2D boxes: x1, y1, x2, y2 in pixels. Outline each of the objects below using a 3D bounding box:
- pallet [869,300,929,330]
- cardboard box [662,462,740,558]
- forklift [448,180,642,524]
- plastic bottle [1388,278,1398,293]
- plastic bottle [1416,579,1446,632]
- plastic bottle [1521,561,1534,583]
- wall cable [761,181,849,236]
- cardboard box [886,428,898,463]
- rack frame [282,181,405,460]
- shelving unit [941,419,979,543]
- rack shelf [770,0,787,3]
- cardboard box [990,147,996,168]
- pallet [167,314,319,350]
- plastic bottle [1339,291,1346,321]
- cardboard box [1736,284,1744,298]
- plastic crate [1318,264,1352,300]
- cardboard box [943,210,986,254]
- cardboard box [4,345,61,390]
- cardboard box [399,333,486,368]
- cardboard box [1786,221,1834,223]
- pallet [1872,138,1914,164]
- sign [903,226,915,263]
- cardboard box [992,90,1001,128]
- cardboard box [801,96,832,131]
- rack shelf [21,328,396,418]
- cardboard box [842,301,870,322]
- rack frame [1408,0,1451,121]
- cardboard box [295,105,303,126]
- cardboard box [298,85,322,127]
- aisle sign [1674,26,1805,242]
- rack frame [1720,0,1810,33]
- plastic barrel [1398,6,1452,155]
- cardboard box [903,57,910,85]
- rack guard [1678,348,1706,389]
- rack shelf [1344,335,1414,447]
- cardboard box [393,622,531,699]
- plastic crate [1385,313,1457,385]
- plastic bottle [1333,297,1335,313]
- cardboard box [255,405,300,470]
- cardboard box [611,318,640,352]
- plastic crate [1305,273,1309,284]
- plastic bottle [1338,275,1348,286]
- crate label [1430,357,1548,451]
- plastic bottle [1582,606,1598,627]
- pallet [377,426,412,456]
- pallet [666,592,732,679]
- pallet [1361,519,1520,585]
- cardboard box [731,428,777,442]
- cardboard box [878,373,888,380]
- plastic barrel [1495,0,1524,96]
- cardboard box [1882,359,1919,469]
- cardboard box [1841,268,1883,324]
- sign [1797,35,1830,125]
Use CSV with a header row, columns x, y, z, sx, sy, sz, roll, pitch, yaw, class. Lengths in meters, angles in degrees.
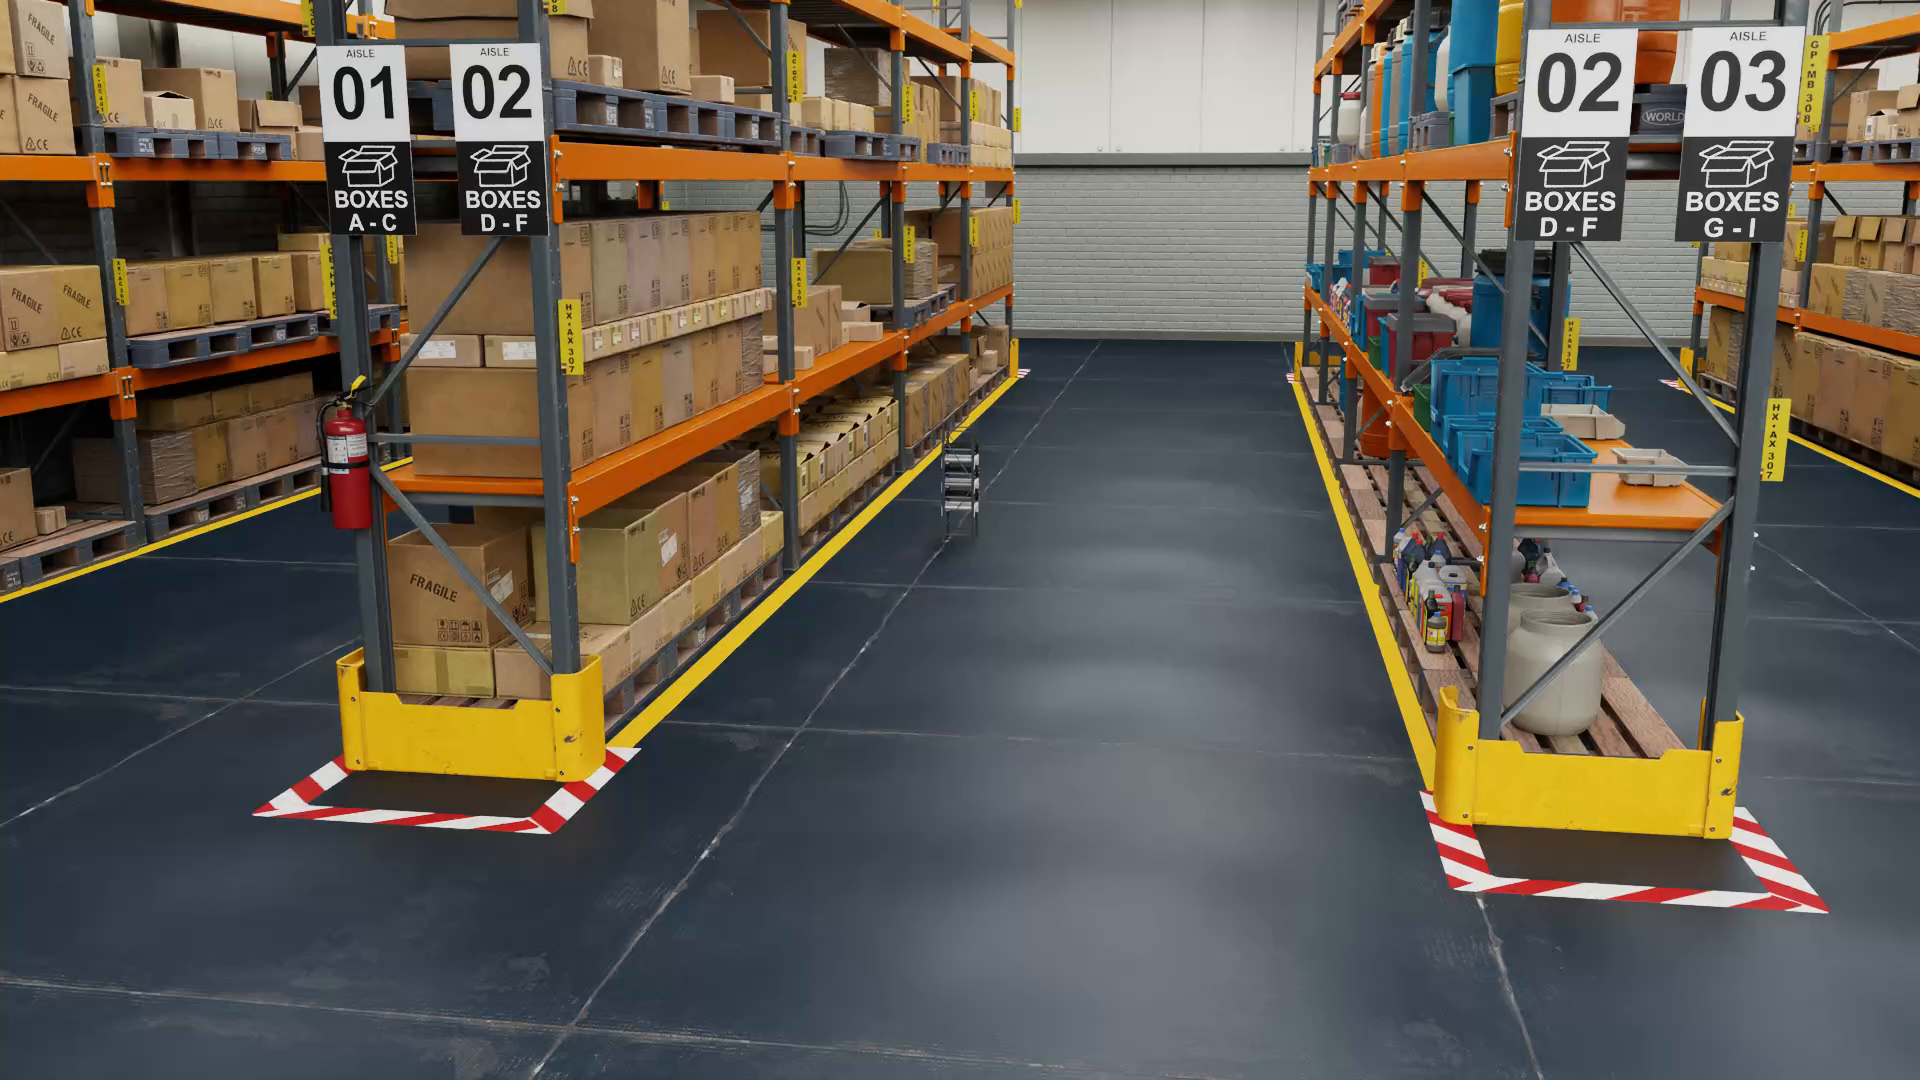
x,y,z,sx,sy,sz,roll,pitch,yaw,class
-0.971,-2.153,15.820,1.213,0.211,1.003,2,12,9,pallet
-1.638,-0.187,9.992,0.500,0.500,0.500,2,12,9,cardboard box
-3.063,-1.678,13.322,1.130,2.935,3.031,2,12,7,forklift
4.542,-2.554,17.340,0.144,0.351,0.185,2,12,9,plastic bottle
2.594,0.362,9.113,0.152,0.276,0.135,2,12,7,plastic bottle
3.274,0.256,9.590,0.061,0.283,0.133,2,12,9,plastic bottle
-3.448,-6.509,28.708,3.097,2.526,0.112,2,12,9,wall cable
-0.846,-0.847,14.835,0.500,0.250,0.500,2,12,10,cardboard box
-5.902,-2.263,15.876,1.000,3.000,0.127,2,12,9,rack frame
0.001,-0.442,12.406,0.258,0.900,0.210,2,12,9,shelving unit
-1.929,-3.240,8.825,1.077,0.370,4.000,2,12,9,rack shelf
0.161,-4.735,20.579,0.500,0.250,0.500,2,12,9,cardboard box
-6.166,-1.756,13.978,1.003,0.211,1.213,2,12,9,pallet
3.753,-2.288,16.265,0.061,0.283,0.133,2,12,9,plastic bottle
9.396,-2.941,19.616,0.380,0.149,0.250,2,12,7,cardboard box
4.238,-2.905,18.747,0.392,0.384,0.575,2,12,9,plastic crate
0.038,-3.670,19.794,0.500,0.500,0.500,1,12,7,cardboard box
-6.375,-1.155,11.043,0.500,0.250,0.500,2,12,9,cardboard box
-2.366,-0.890,7.726,0.380,0.149,0.250,2,12,8,cardboard box
9.284,-3.262,18.378,0.500,0.500,0.500,2,12,9,cardboard box
8.997,-3.525,15.056,1.003,0.211,1.213,2,12,11,pallet
-0.457,-2.652,14.932,0.100,0.325,0.005,2,12,9,sign
0.161,-5.665,21.931,0.700,0.500,0.500,2,12,9,cardboard box
-1.267,-3.265,12.764,0.500,0.250,0.500,1,12,4,cardboard box
-6.209,-1.495,14.020,1.077,0.370,4.000,2,12,9,rack shelf
-1.105,-1.986,14.799,0.500,0.311,0.500,3,12,12,cardboard box
3.272,-4.042,9.890,1.000,3.000,0.127,2,12,9,rack frame
-6.240,-3.646,14.886,0.500,0.500,0.500,2,12,9,cardboard box
-5.885,-4.095,15.971,0.700,0.500,0.500,1,12,4,cardboard box
2.936,-1.523,6.271,0.394,0.787,0.004,2,12,9,aisle sign
10.012,-6.380,20.737,1.000,3.000,0.127,2,12,9,rack frame
3.136,-2.934,10.678,0.600,0.901,0.708,2,12,9,plastic barrel
-0.776,-4.411,16.108,0.500,0.500,0.500,2,12,9,cardboard box
10.016,-2.230,21.655,1.175,0.500,0.348,2,12,9,rack guard
3.580,-1.174,12.530,1.077,0.370,4.000,2,12,9,rack shelf
-2.446,0.579,8.215,0.500,0.250,0.500,2,12,9,cardboard box
3.045,-1.252,11.029,0.402,0.464,0.583,2,12,9,plastic crate
3.924,-2.454,17.232,0.097,0.201,0.097,0,12,0,plastic bottle
-6.203,-0.897,14.425,0.700,0.500,0.500,2,12,8,cardboard box
-1.845,-1.038,8.414,0.380,0.149,0.250,2,12,8,cardboard box
4.624,-3.403,21.649,0.250,0.136,0.298,2,12,9,plastic crate
4.122,-2.680,17.925,0.144,0.351,0.185,2,12,9,plastic bottle
2.673,-0.686,8.474,0.502,0.435,0.616,2,12,9,crate label
3.244,0.474,8.604,0.097,0.271,0.097,0,12,0,plastic bottle
-5.706,-1.062,16.920,1.003,0.211,1.213,2,12,9,pallet
-1.970,0.511,9.621,1.003,0.211,1.213,2,12,9,pallet
3.355,0.089,11.581,1.003,0.211,1.213,2,12,9,pallet
-1.690,-0.712,12.877,0.500,0.311,0.500,2,12,8,cardboard box
-1.014,-1.407,16.790,0.500,0.500,0.500,1,12,7,cardboard box
2.707,-2.282,7.399,0.600,0.588,0.600,0,12,0,plastic barrel
8.908,-1.091,14.485,1.225,0.875,0.875,1,12,6,cardboard box
8.925,-2.367,16.119,0.500,0.500,0.500,2,12,7,cardboard box
3.200,-1.729,6.255,0.100,0.325,0.005,2,12,9,sign
